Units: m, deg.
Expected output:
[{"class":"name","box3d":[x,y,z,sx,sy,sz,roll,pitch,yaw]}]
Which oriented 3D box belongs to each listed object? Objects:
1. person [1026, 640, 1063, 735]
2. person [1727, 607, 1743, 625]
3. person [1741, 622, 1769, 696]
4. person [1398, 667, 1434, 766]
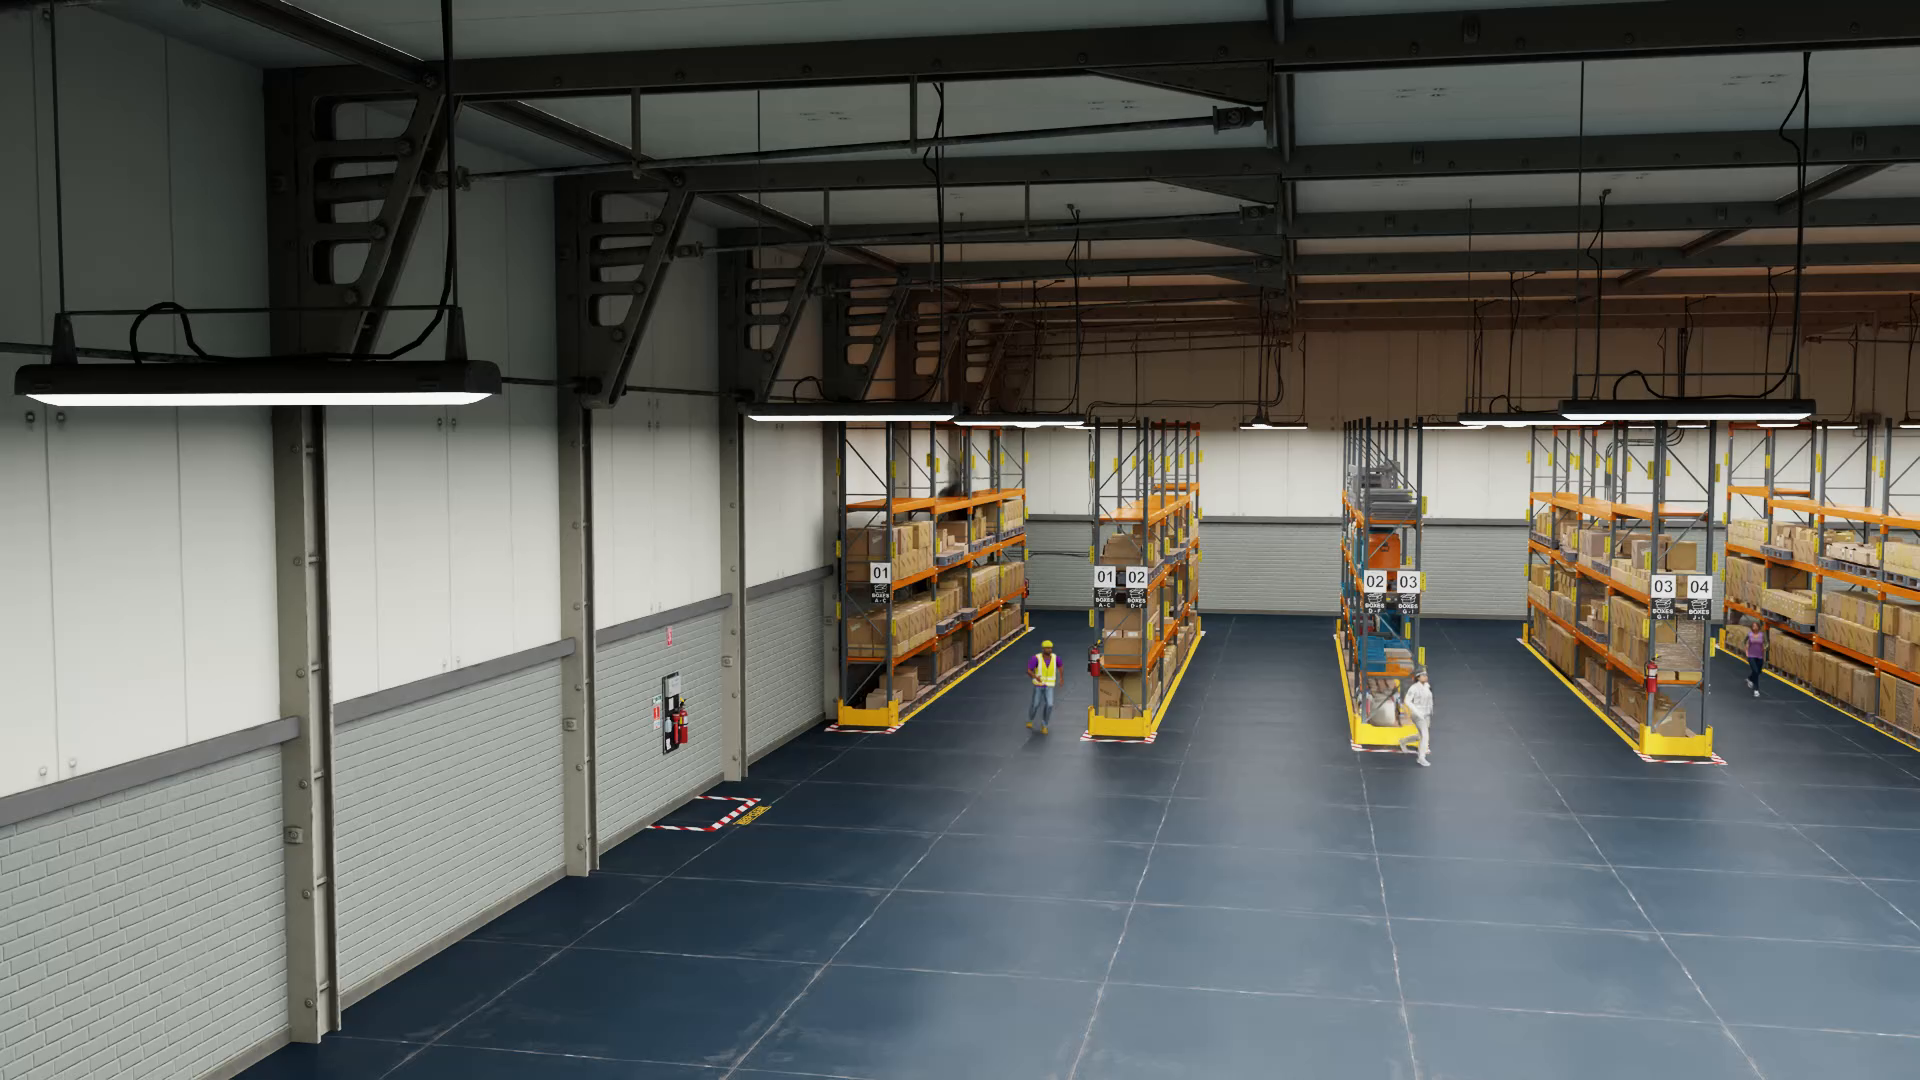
[{"class":"person","box3d":[1.626,2.807,31.695,0.754,1.819,0.712,-1,4,-8]},{"class":"person","box3d":[21.144,1.960,45.127,0.686,1.708,0.659,1,4,15]},{"class":"person","box3d":[17.382,2.577,36.349,0.530,1.600,0.777,1,4,12]},{"class":"person","box3d":[7.899,3.025,28.788,0.631,1.698,0.692,-3,5,-37]}]
